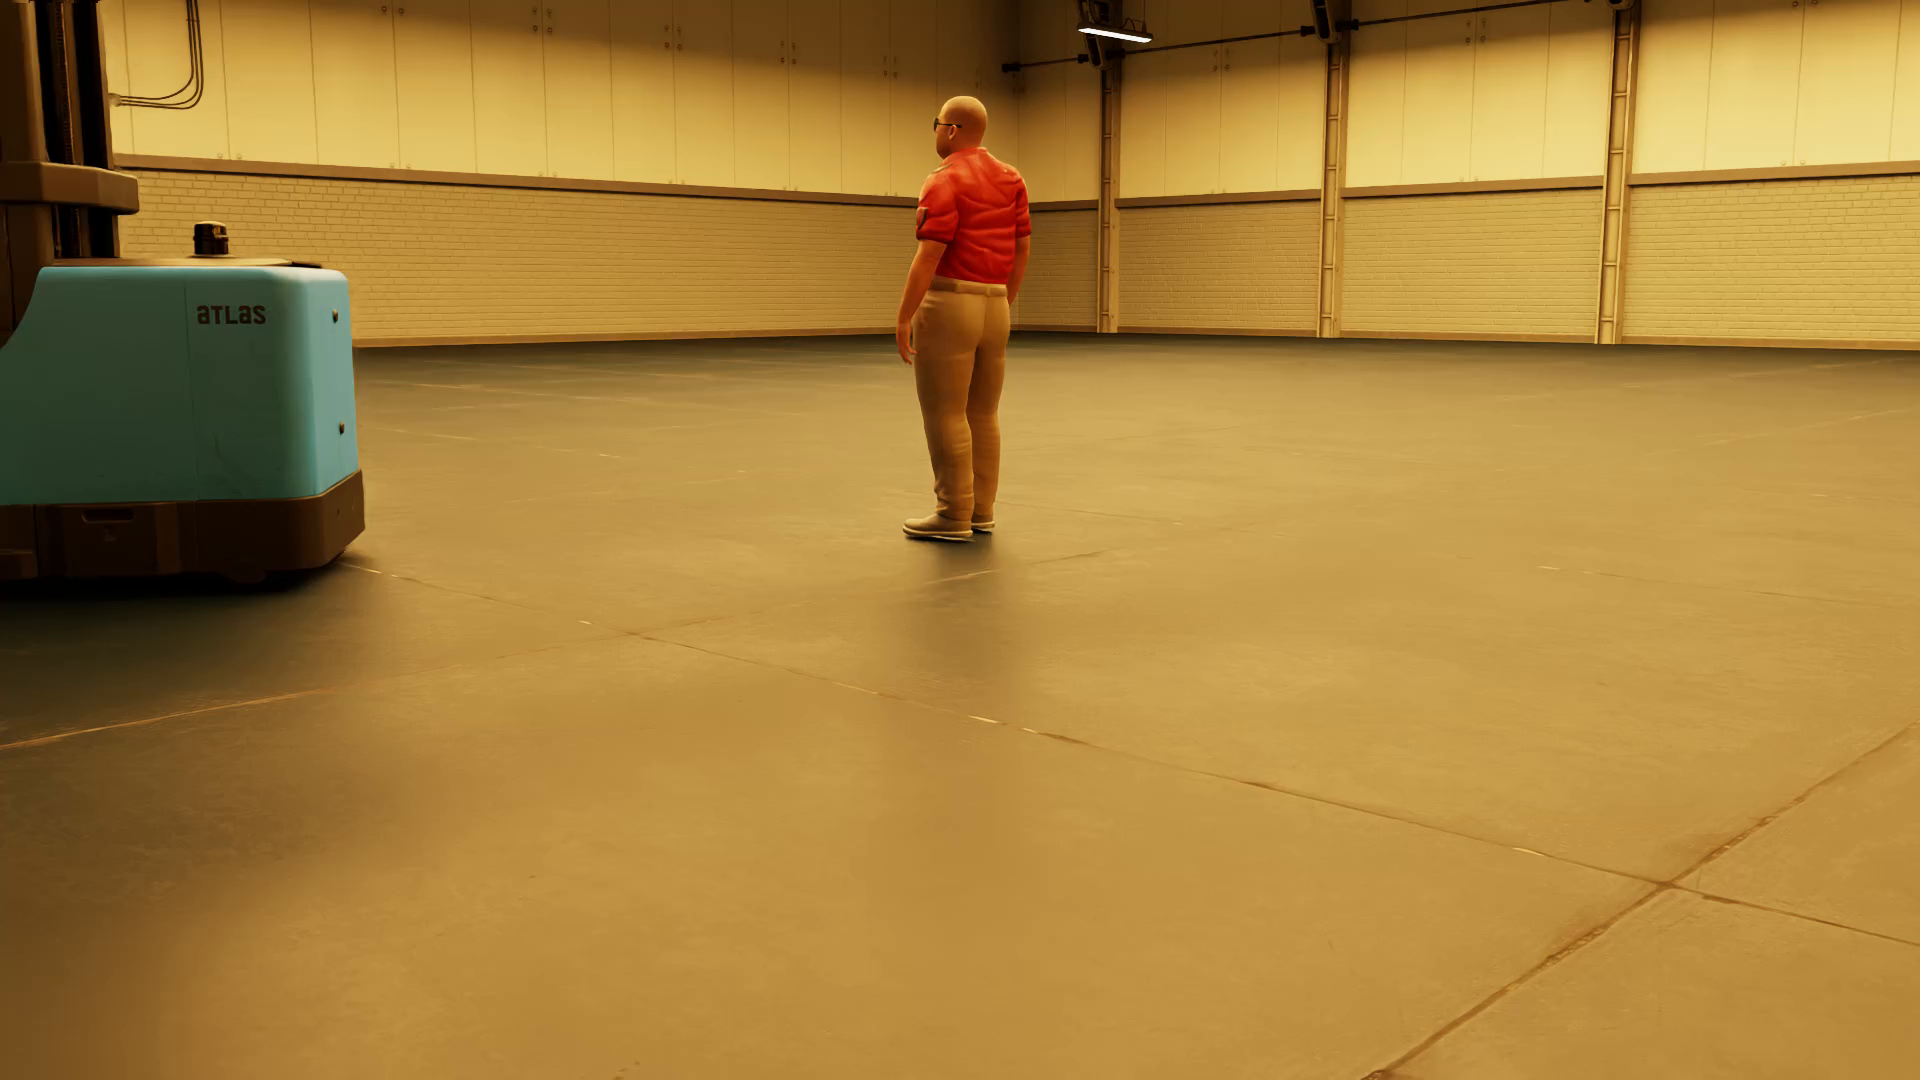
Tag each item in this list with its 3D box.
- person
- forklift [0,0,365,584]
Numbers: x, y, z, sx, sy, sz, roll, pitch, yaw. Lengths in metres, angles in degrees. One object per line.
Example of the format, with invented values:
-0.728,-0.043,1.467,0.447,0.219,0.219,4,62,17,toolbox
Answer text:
-0.056,-0.872,6.658,0.551,1.727,0.640,8,12,43,person
-3.732,-1.313,5.595,3.031,2.935,1.130,-2,9,-11,forklift
